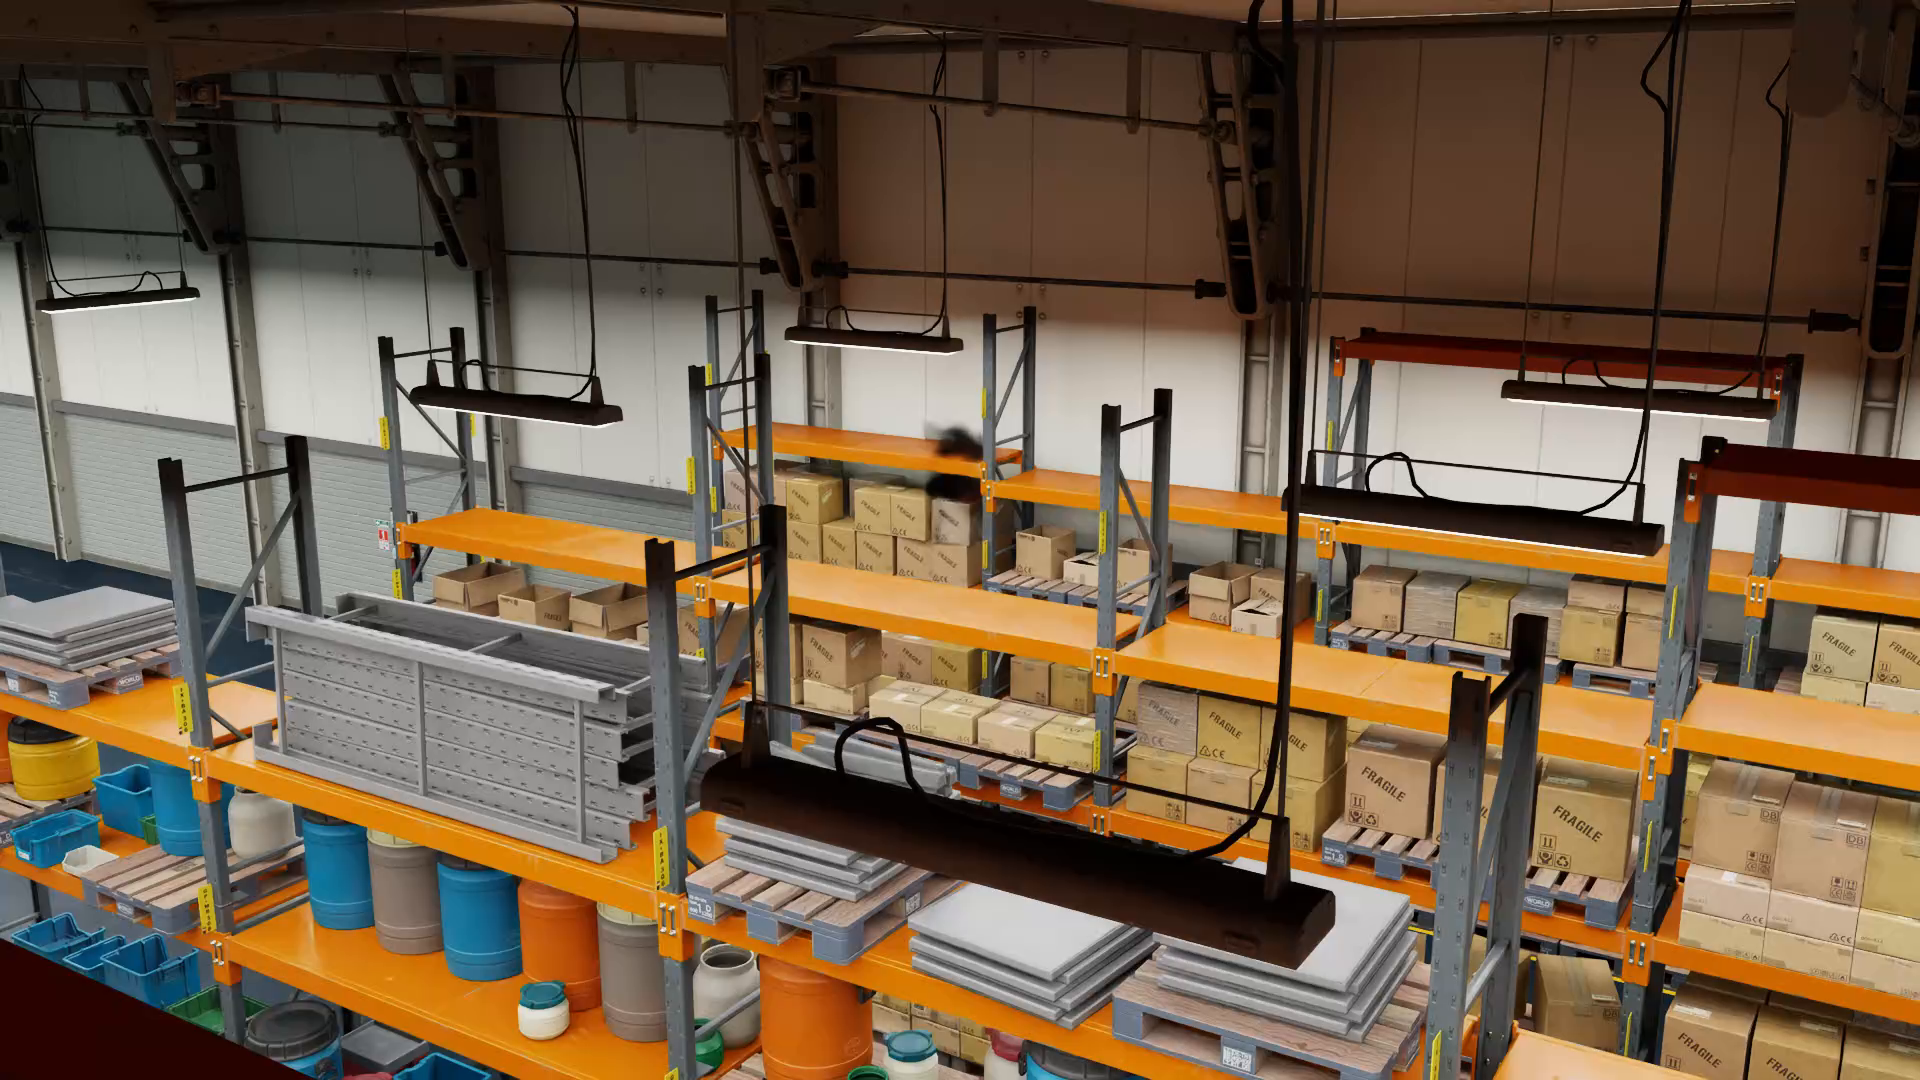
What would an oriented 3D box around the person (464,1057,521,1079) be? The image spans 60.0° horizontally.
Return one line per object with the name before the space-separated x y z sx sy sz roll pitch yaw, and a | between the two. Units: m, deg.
person | -3.693 4.027 13.275 0.792 1.731 0.735 10 17 36
